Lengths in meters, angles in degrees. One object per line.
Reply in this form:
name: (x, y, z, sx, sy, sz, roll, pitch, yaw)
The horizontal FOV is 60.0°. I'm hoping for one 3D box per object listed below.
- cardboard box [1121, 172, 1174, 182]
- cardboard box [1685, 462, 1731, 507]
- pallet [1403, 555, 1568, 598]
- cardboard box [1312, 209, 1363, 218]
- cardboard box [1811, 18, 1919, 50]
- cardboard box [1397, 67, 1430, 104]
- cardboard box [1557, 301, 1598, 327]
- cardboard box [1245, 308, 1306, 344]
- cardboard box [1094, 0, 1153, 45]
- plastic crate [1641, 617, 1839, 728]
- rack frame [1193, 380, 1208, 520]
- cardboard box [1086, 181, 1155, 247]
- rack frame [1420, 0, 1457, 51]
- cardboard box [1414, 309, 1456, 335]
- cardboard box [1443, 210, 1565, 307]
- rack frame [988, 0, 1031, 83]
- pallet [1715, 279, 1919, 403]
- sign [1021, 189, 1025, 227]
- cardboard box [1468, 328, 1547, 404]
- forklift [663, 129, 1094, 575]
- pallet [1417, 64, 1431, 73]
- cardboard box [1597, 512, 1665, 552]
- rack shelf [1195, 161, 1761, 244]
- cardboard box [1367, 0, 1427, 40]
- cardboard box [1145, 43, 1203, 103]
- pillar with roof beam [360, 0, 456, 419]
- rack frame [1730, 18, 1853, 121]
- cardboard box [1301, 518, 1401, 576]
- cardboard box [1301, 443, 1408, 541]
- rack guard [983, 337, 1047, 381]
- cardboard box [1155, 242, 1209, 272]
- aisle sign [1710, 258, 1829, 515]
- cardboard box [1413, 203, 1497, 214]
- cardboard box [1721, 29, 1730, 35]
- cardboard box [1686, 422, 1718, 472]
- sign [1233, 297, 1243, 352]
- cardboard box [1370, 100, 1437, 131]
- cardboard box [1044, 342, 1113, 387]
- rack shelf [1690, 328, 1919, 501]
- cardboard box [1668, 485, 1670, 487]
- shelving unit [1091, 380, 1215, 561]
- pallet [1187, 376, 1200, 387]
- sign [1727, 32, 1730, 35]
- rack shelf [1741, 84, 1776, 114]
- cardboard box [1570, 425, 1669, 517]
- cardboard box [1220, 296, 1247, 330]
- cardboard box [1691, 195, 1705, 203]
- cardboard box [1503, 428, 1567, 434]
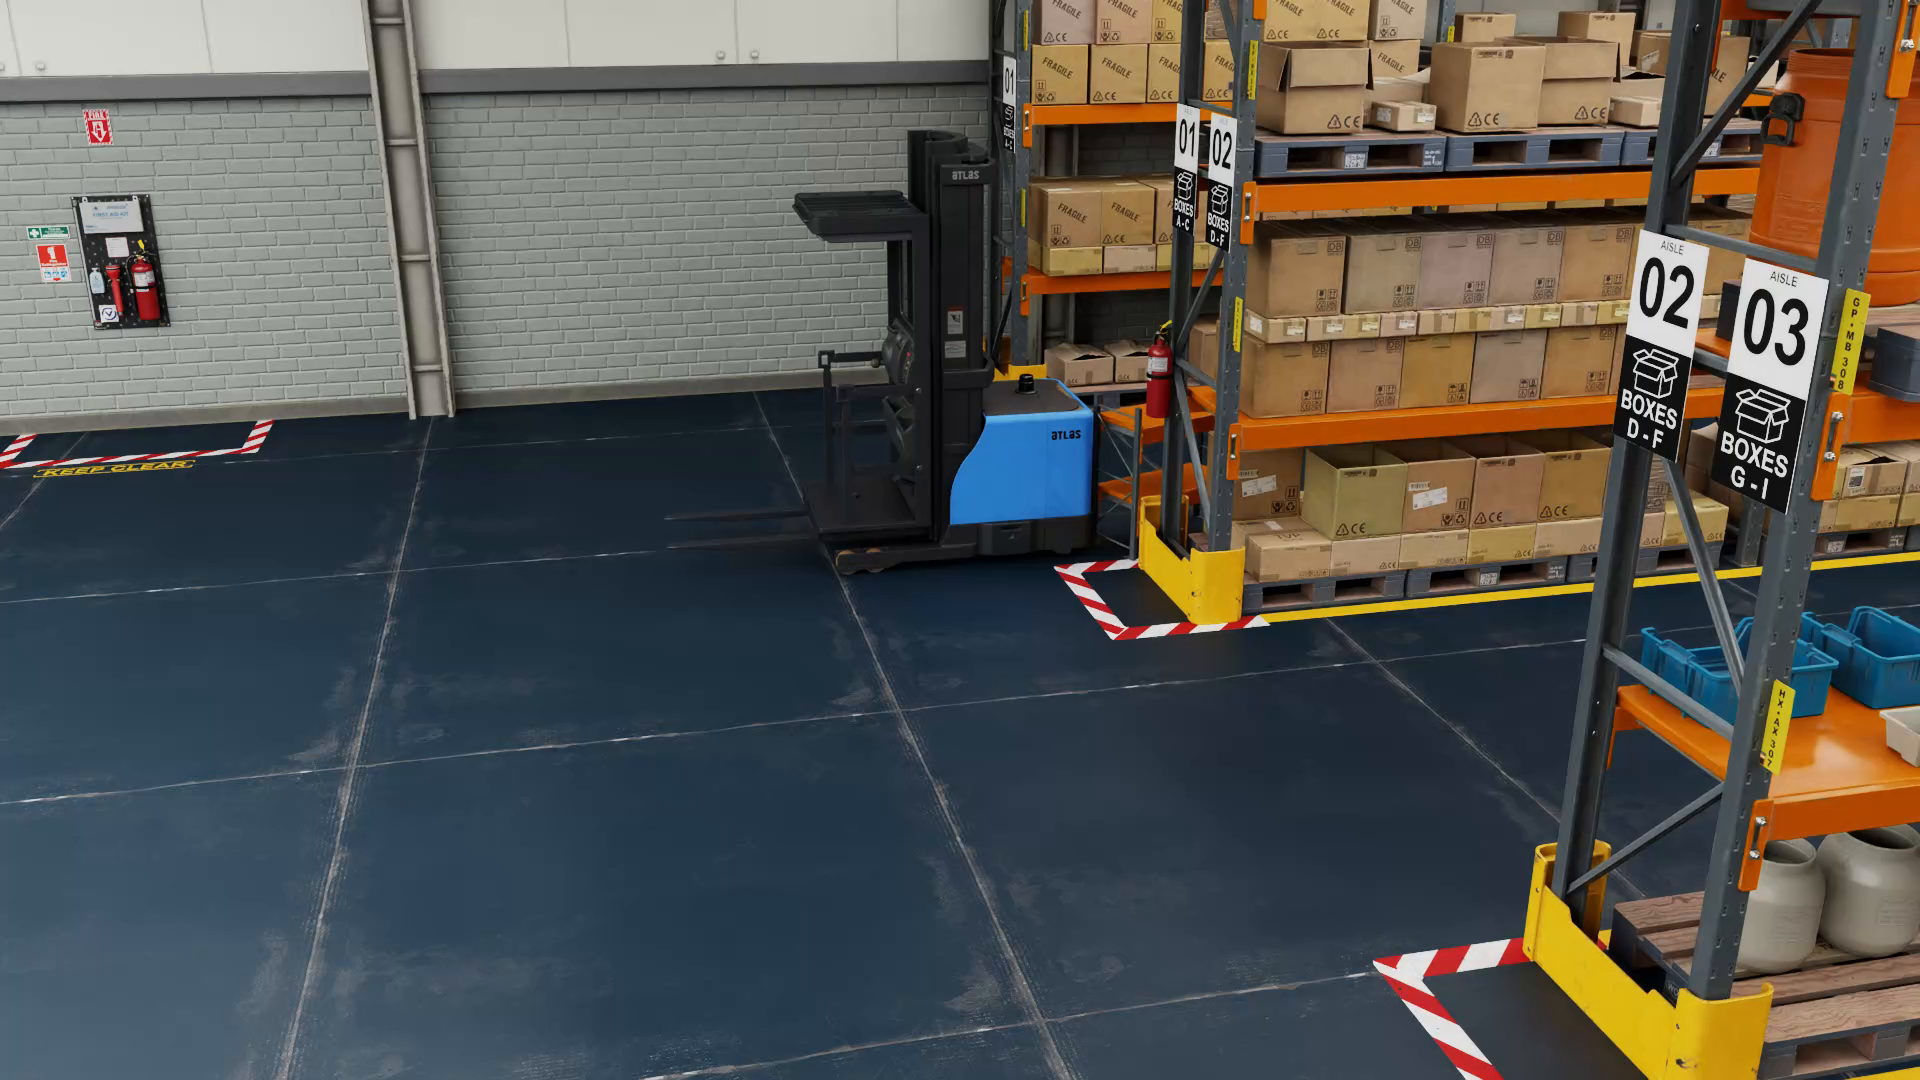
cardboard box: (1.838, -3.198, 15.782, 0.500, 0.500, 0.500, -5, 21, -14)
cardboard box: (5.807, -0.414, 12.471, 0.500, 0.250, 0.500, -5, 21, -13)
pallet: (3.497, 0.078, 11.795, 1.213, 0.211, 1.003, -5, 21, -12)
cardboard box: (3.454, -3.145, 15.637, 0.500, 0.500, 0.500, -5, 21, -13)
cardboard box: (6.080, -3.301, 11.121, 0.500, 0.500, 0.500, -4, 21, -12)
cardboard box: (3.179, -2.914, 10.864, 0.500, 0.311, 0.500, -2, 20, -6)
cardboard box: (4.019, -1.536, 11.059, 0.250, 0.149, 0.380, -4, 21, -11)
cardboard box: (2.009, -1.372, 10.611, 0.250, 0.149, 0.380, -5, 21, -13)
cardboard box: (1.365, -4.626, 14.592, 0.500, 0.500, 0.500, -5, 21, -13)
plastic crate: (3.132, 0.527, 6.731, 0.616, 0.251, 0.499, -5, 21, -12)
rack frame: (1.950, -0.648, 12.449, 0.032, 1.125, 0.500, -13, 24, -32)
cardboard box: (1.451, -2.983, 15.197, 0.500, 0.500, 0.500, -5, 21, -12)
rack frame: (4.327, -5.853, 15.210, 0.127, 3.000, 1.000, -5, 21, -12)
cardboard box: (3.014, -1.454, 10.835, 0.250, 0.149, 0.380, -5, 21, -14)
cardboard box: (3.575, -1.878, 11.048, 0.500, 0.500, 0.700, -5, 21, -12)
rack frame: (0.434, -5.536, 14.345, 0.127, 3.000, 1.000, -5, 21, -12)
pallet: (3.542, -0.756, 5.930, 1.213, 0.211, 1.003, -5, 21, -12)
sign: (0.559, -2.944, 14.732, 0.005, 0.325, 0.100, -5, 21, -12)
cardboard box: (3.541, -1.265, 11.260, 0.500, 0.500, 0.700, -4, 21, -11)
forklift: (-0.615, -1.332, 11.691, 3.031, 2.935, 1.130, -4, 21, -11)
pallet: (4.952, -4.369, 15.794, 1.003, 0.211, 1.213, -5, 21, -12)
cardboard box: (4.581, -0.138, 11.717, 0.500, 0.250, 0.500, -5, 21, -12)
rack shelf: (3.524, -2.290, 10.891, 4.000, 0.370, 1.077, -5, 21, -12)
cardboard box: (3.902, -4.840, 15.177, 0.500, 0.500, 0.500, -6, 21, -17)
cardboard box: (1.853, -4.200, 14.884, 0.500, 0.500, 0.500, -4, 20, -10)
pillar with roof beam: (-3.932, -3.965, 10.057, 0.400, 9.000, 9.100, -5, 21, -12)
rack frame: (5.471, -4.195, 10.684, 0.127, 3.000, 1.000, -5, 21, -12)
cardboard box: (2.637, 0.024, 11.276, 0.500, 0.250, 0.500, -5, 21, -12)
cardboard box: (2.637, -0.328, 11.145, 0.500, 0.500, 0.500, -5, 21, -12)
rack guard: (0.508, -1.552, 15.824, 0.348, 0.500, 1.175, -5, 21, -12)
cardboard box: (1.982, -2.675, 15.445, 0.500, 0.250, 0.500, -5, 21, -13)
aisle sign: (2.711, -0.520, 5.594, 0.004, 0.787, 0.394, -5, 21, -12)
cardboard box: (4.830, -3.318, 16.227, 0.500, 0.500, 0.700, -5, 21, -12)
cardboard box: (7.466, -4.837, 16.624, 0.500, 0.500, 0.500, -5, 21, -12)
cardboard box: (5.799, -0.675, 12.369, 0.500, 0.311, 0.500, -5, 21, -12)
sign: (1.700, -1.319, 10.180, 0.005, 0.325, 0.100, -5, 21, -12)
cardboard box: (2.763, -2.649, 10.375, 0.250, 0.149, 0.380, -5, 21, -12)
cardboard box: (1.128, -1.688, 15.831, 0.500, 0.311, 0.500, -7, 21, -19)
rack shelf: (4.660, -0.632, 6.364, 4.000, 0.370, 1.077, -5, 21, -12)
cardboard box: (4.950, -0.349, 12.293, 0.500, 0.250, 0.500, -5, 21, -12)
shelving unit: (1.531, -0.549, 12.179, 1.048, 1.125, 0.538, -13, 24, -32)
pallet: (2.492, -1.564, 16.277, 1.213, 0.211, 1.003, -5, 21, -12)
sign: (5.336, -3.358, 11.550, 0.005, 0.325, 0.100, -5, 21, -12)
rack shelf: (6.273, -4.265, 16.281, 4.000, 0.370, 1.077, -5, 21, -12)
cardboard box: (4.580, -0.491, 11.590, 0.500, 0.500, 0.500, -5, 21, -12)
cardboard box: (1.906, -1.507, 10.979, 0.250, 0.149, 0.380, -5, 21, -13)
cardboard box: (7.227, -3.512, 16.757, 0.500, 0.500, 0.700, -7, 21, -18)
cardboard box: (3.974, -0.625, 11.957, 0.500, 0.500, 0.500, -5, 21, -12)
